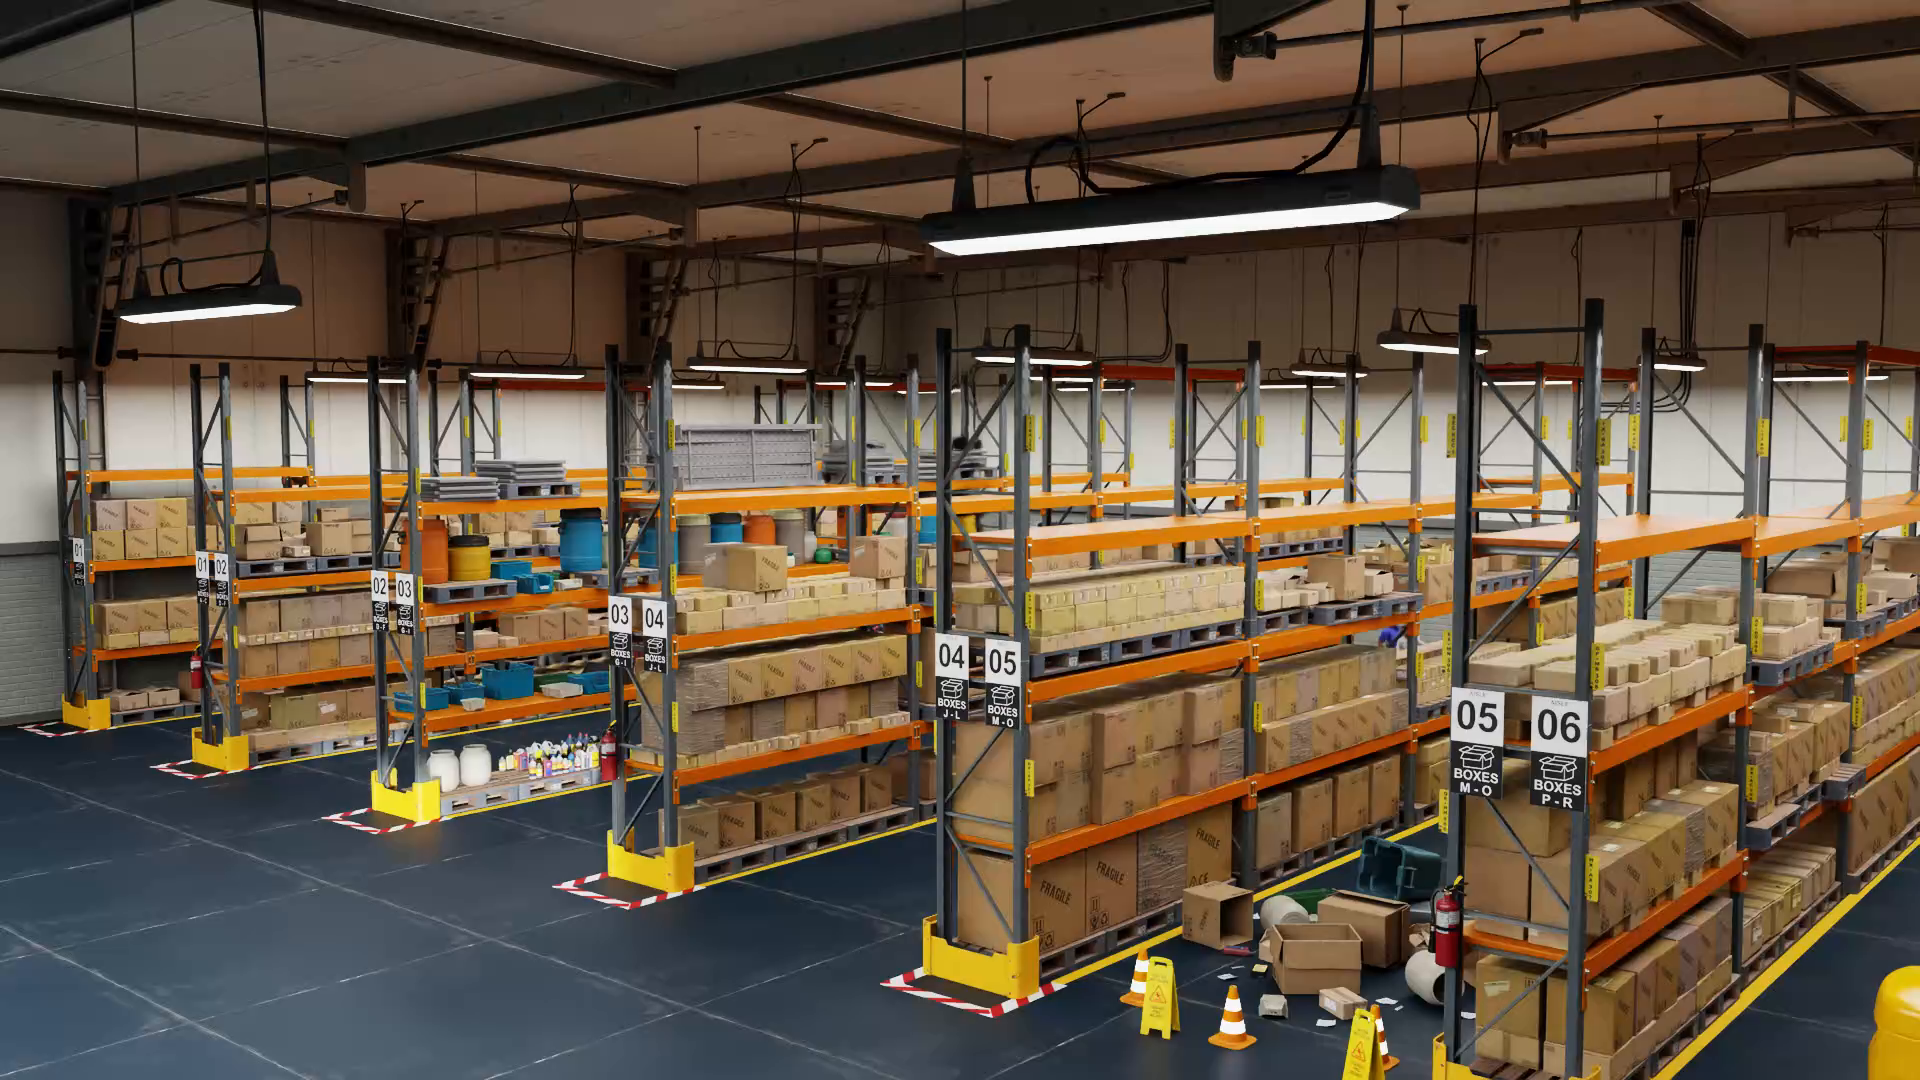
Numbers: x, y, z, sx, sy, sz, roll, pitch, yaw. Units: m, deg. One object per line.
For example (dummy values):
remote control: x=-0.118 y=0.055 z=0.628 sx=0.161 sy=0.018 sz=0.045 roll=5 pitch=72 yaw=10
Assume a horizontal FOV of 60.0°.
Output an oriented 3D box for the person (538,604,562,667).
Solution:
person: x=-7.794 y=2.045 z=31.995 sx=0.618 sy=1.648 sz=0.742 roll=4 pitch=6 yaw=43

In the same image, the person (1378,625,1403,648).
person: x=8.096 y=2.164 z=30.824 sx=0.580 sy=1.574 sz=0.527 roll=-3 pitch=5 yaw=-31

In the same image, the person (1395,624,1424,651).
person: x=8.030 y=2.251 z=29.606 sx=0.599 sy=1.525 sz=0.576 roll=2 pitch=4 yaw=20

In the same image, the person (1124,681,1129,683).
person: x=2.264 y=2.692 z=22.690 sx=0.573 sy=1.668 sz=0.859 roll=4 pitch=6 yaw=44
